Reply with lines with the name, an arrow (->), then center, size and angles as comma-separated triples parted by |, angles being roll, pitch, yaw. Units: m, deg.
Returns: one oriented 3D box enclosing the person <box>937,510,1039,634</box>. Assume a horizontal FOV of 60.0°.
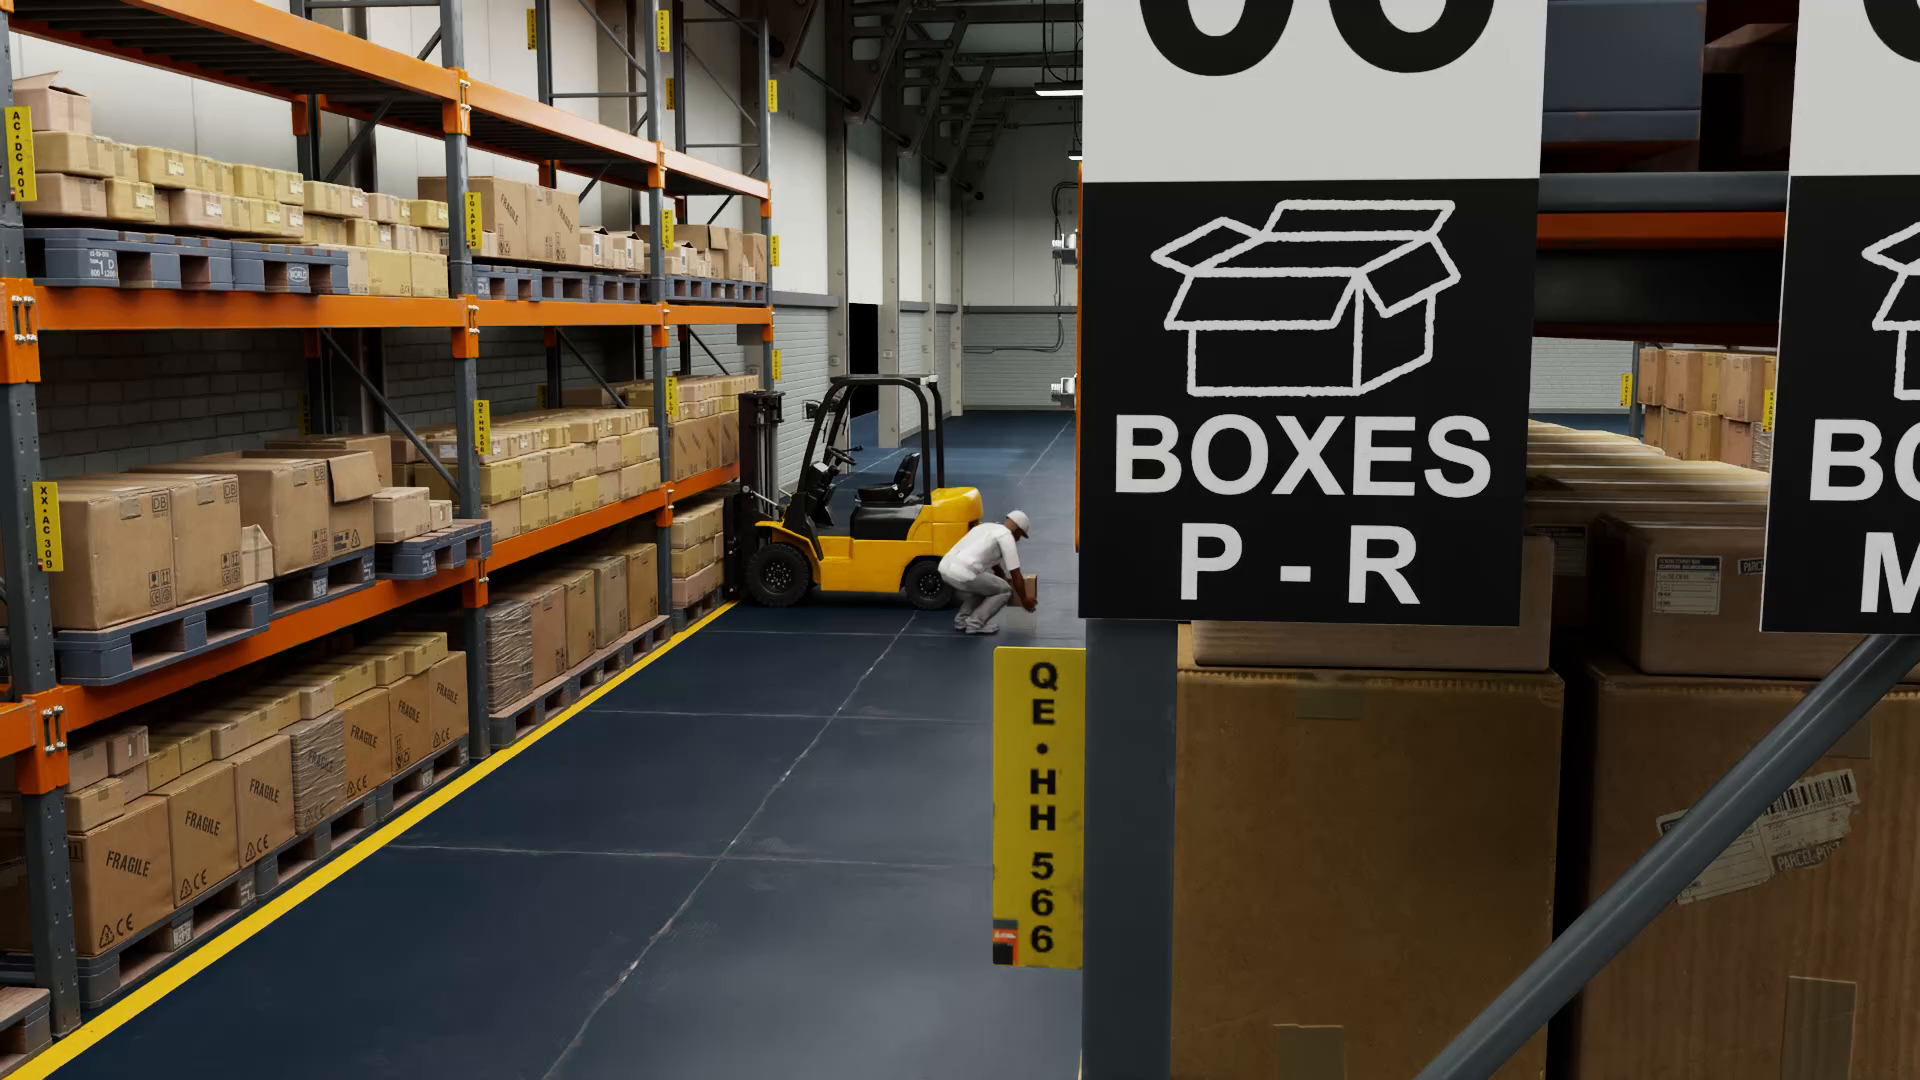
person -> 0.234, 0.269, 14.500 | 0.889, 1.029, 0.583 | -3, 8, -23
